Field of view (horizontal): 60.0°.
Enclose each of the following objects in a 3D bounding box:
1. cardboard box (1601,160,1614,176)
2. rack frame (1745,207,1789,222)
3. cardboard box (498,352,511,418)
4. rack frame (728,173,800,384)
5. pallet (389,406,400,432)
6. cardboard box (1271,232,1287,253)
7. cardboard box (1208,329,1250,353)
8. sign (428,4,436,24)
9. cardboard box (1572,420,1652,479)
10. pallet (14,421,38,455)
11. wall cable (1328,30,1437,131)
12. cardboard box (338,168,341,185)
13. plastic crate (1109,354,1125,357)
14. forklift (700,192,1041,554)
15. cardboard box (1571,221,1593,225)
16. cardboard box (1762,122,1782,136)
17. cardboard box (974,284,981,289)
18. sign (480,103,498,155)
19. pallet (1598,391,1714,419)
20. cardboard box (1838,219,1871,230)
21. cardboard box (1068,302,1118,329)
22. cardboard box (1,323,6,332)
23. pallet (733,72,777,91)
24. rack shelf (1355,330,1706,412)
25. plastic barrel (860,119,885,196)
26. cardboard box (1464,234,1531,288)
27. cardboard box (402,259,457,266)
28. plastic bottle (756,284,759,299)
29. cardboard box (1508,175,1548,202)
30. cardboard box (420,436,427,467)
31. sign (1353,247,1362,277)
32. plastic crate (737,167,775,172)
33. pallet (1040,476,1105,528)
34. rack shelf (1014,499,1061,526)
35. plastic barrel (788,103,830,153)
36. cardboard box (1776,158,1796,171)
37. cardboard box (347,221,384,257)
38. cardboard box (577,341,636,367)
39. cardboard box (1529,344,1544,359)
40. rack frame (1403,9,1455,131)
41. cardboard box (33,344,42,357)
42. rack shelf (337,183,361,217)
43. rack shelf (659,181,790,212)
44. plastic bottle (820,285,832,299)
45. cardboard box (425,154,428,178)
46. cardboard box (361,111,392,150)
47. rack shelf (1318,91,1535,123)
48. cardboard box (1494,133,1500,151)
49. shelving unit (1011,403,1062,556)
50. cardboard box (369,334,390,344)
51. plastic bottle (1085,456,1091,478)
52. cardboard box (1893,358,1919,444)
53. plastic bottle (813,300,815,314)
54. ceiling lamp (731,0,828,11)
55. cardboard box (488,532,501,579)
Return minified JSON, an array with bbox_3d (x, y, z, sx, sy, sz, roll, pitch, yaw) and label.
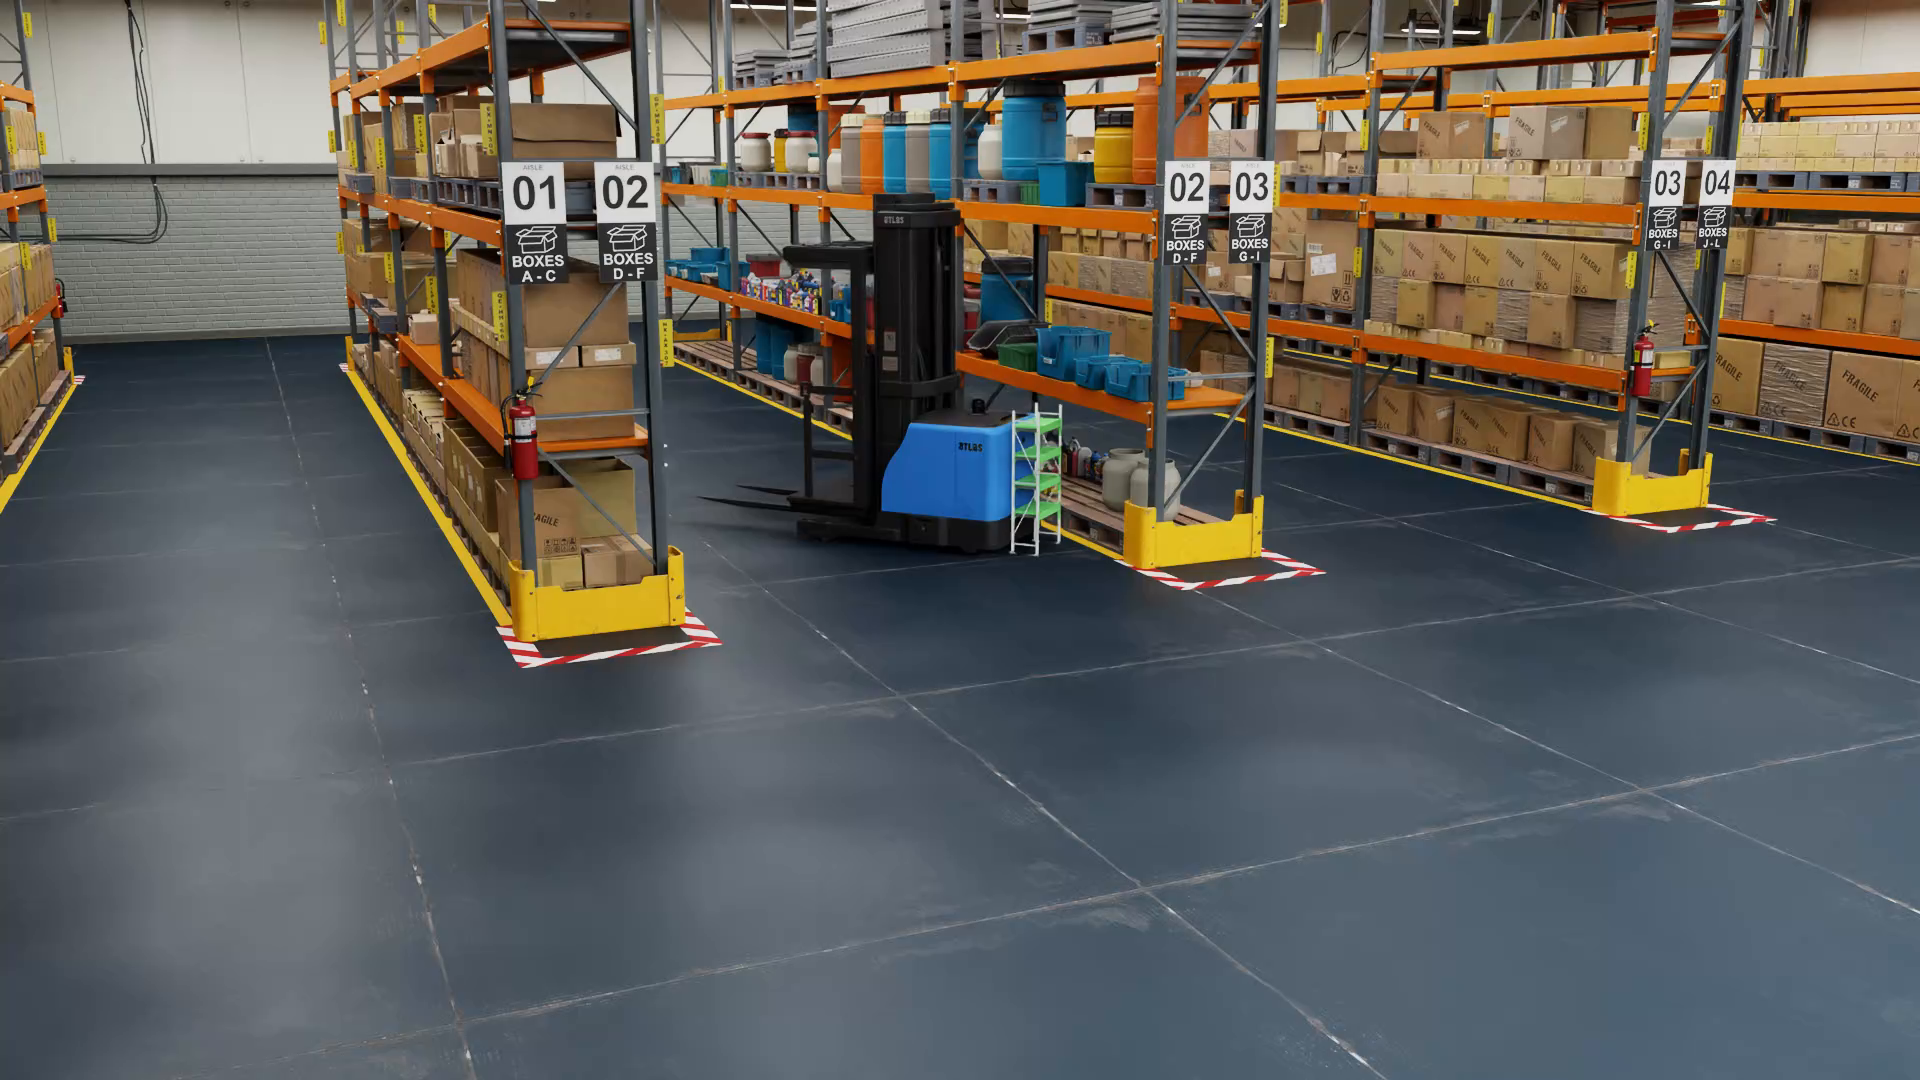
[{"bbox_3d":[6.138,-3.424,15.306,0.380,0.149,0.250,-6,14,-25],"label":"cardboard box"},{"bbox_3d":[15.352,-5.571,31.788,1.000,3.000,0.127,-6,14,-23],"label":"rack frame"},{"bbox_3d":[-3.130,-1.211,12.728,0.700,0.500,0.500,-6,14,-23],"label":"cardboard box"},{"bbox_3d":[-2.813,-3.779,24.047,1.000,3.000,0.127,-6,14,-23],"label":"rack frame"},{"bbox_3d":[-6.500,-1.557,20.630,1.003,0.211,1.213,-6,14,-23],"label":"pallet"},{"bbox_3d":[5.651,-5.029,28.566,0.500,0.500,0.500,-6,14,-25],"label":"cardboard box"},{"bbox_3d":[3.623,-2.626,21.970,0.500,0.250,0.500,-5,14,-21],"label":"cardboard box"},{"bbox_3d":[-6.847,-6.839,21.539,0.100,0.325,0.005,-6,14,-23],"label":"sign"},{"bbox_3d":[6.297,-0.865,16.066,0.500,0.500,0.500,-3,13,-13],"label":"cardboard box"},{"bbox_3d":[-11.020,-1.121,18.745,1.003,0.211,1.213,-6,14,-23],"label":"pallet"},{"bbox_3d":[9.924,-10.350,39.050,2.988,3.039,0.133,-6,14,-23],"label":"wall cable"},{"bbox_3d":[-8.983,-5.418,24.809,0.500,0.250,0.500,-6,14,-23],"label":"cardboard box"},{"bbox_3d":[1.274,-1.685,15.585,0.530,0.136,0.437,-6,14,-23],"label":"plastic crate"},{"bbox_3d":[-0.852,-1.520,14.436,3.031,2.935,1.130,6,14,25],"label":"forklift"},{"bbox_3d":[10.947,-5.438,28.775,0.500,0.500,0.500,-6,14,-23],"label":"cardboard box"},{"bbox_3d":[9.554,-4.771,19.315,0.380,0.149,0.250,-6,14,-23],"label":"cardboard box"},{"bbox_3d":[0.817,-3.910,28.390,0.875,0.875,0.875,-6,14,-23],"label":"cardboard box"},{"bbox_3d":[-3.049,-2.662,10.777,0.100,0.325,0.005,-6,14,-23],"label":"sign"},{"bbox_3d":[9.137,-1.795,21.658,1.003,0.211,1.213,-6,14,-23],"label":"pallet"},{"bbox_3d":[13.321,-4.697,24.761,0.380,0.149,0.250,-6,14,-26],"label":"cardboard box"},{"bbox_3d":[2.358,-3.081,24.811,1.225,0.875,0.875,-6,14,-25],"label":"cardboard box"},{"bbox_3d":[-10.931,-2.405,18.623,0.380,0.149,0.250,-5,14,-21],"label":"cardboard box"},{"bbox_3d":[-2.454,-6.247,22.710,1.003,0.211,1.213,-6,14,-23],"label":"pallet"},{"bbox_3d":[5.731,-1.810,17.134,1.077,0.370,4.000,-6,14,-23],"label":"rack shelf"},{"bbox_3d":[-0.819,-4.299,18.688,0.600,0.830,0.708,-6,14,-23],"label":"plastic barrel"},{"bbox_3d":[5.489,-2.830,16.846,0.500,0.500,0.500,-6,14,-23],"label":"cardboard box"},{"bbox_3d":[-6.298,-3.086,19.897,0.700,0.500,0.500,-3,13,-12],"label":"cardboard box"},{"bbox_3d":[-2.770,-3.430,22.980,0.097,0.201,0.097,0,13,0],"label":"plastic bottle"},{"bbox_3d":[5.706,-3.422,16.183,0.500,0.250,0.500,-5,14,-22],"label":"cardboard box"},{"bbox_3d":[-5.189,-0.920,16.859,0.500,0.250,0.500,-5,14,-22],"label":"cardboard box"},{"bbox_3d":[4.422,-3.087,18.488,0.100,0.325,0.005,-6,14,-23],"label":"sign"},{"bbox_3d":[-3.060,-5.458,24.939,0.497,0.269,0.590,-6,14,-23],"label":"plastic crate"},{"bbox_3d":[1.115,-0.373,15.513,1.003,0.211,1.213,-6,14,-23],"label":"pallet"},{"bbox_3d":[0.642,-0.218,13.997,0.258,0.148,0.480,6,14,24],"label":"rack shelf"},{"bbox_3d":[-1.989,-5.351,22.141,0.600,0.901,0.708,-6,14,-23],"label":"plastic barrel"},{"bbox_3d":[9.653,-4.331,19.180,0.380,0.149,0.250,-6,14,-24],"label":"cardboard box"},{"bbox_3d":[-8.607,-4.368,24.153,0.500,0.500,0.500,-5,14,-22],"label":"cardboard box"},{"bbox_3d":[-2.506,-1.319,11.755,0.380,0.149,0.250,-6,14,-23],"label":"cardboard box"},{"bbox_3d":[5.834,-1.872,16.365,0.380,0.149,0.250,-6,14,-23],"label":"cardboard box"},{"bbox_3d":[9.203,-8.871,32.742,1.000,3.000,0.127,-6,14,-23],"label":"rack frame"},{"bbox_3d":[-12.066,-2.438,21.426,0.380,0.149,0.250,-5,14,-21],"label":"cardboard box"},{"bbox_3d":[-8.154,-4.857,23.645,1.077,0.370,4.000,-6,14,-23],"label":"rack shelf"},{"bbox_3d":[-3.614,-5.303,25.575,1.077,0.370,4.000,-6,14,-23],"label":"rack shelf"},{"bbox_3d":[-1.789,-3.326,22.197,0.144,0.351,0.185,-6,14,-23],"label":"plastic bottle"},{"bbox_3d":[-5.291,-3.904,17.334,0.500,0.250,0.500,-5,14,-21],"label":"cardboard box"},{"bbox_3d":[-7.583,-5.427,22.074,0.700,0.500,0.500,-6,14,-23],"label":"cardboard box"},{"bbox_3d":[7.111,-6.618,25.490,1.077,0.370,4.000,-6,14,-23],"label":"rack shelf"},{"bbox_3d":[7.796,-5.925,24.748,0.396,0.266,0.258,-6,14,-23],"label":"cardboard box"},{"bbox_3d":[0.642,-0.514,13.929,0.258,1.200,0.503,6,14,24],"label":"shelving unit"},{"bbox_3d":[-8.111,-2.719,24.024,0.797,0.503,0.637,-6,14,-23],"label":"cardboard box"},{"bbox_3d":[1.254,-0.708,16.008,0.097,0.201,0.097,0,13,0],"label":"plastic bottle"},{"bbox_3d":[10.785,-1.478,17.885,0.875,0.875,0.875,-6,14,-23],"label":"cardboard box"},{"bbox_3d":[-1.793,-2.927,20.803,0.097,0.201,0.097,0,13,0],"label":"plastic bottle"},{"bbox_3d":[-3.183,-11.154,29.662,2.000,3.185,0.800,-6,14,-23],"label":"ceiling lamp"},{"bbox_3d":[-3.243,0.095,12.473,0.500,0.250,0.500,-6,14,-23],"label":"cardboard box"}]
